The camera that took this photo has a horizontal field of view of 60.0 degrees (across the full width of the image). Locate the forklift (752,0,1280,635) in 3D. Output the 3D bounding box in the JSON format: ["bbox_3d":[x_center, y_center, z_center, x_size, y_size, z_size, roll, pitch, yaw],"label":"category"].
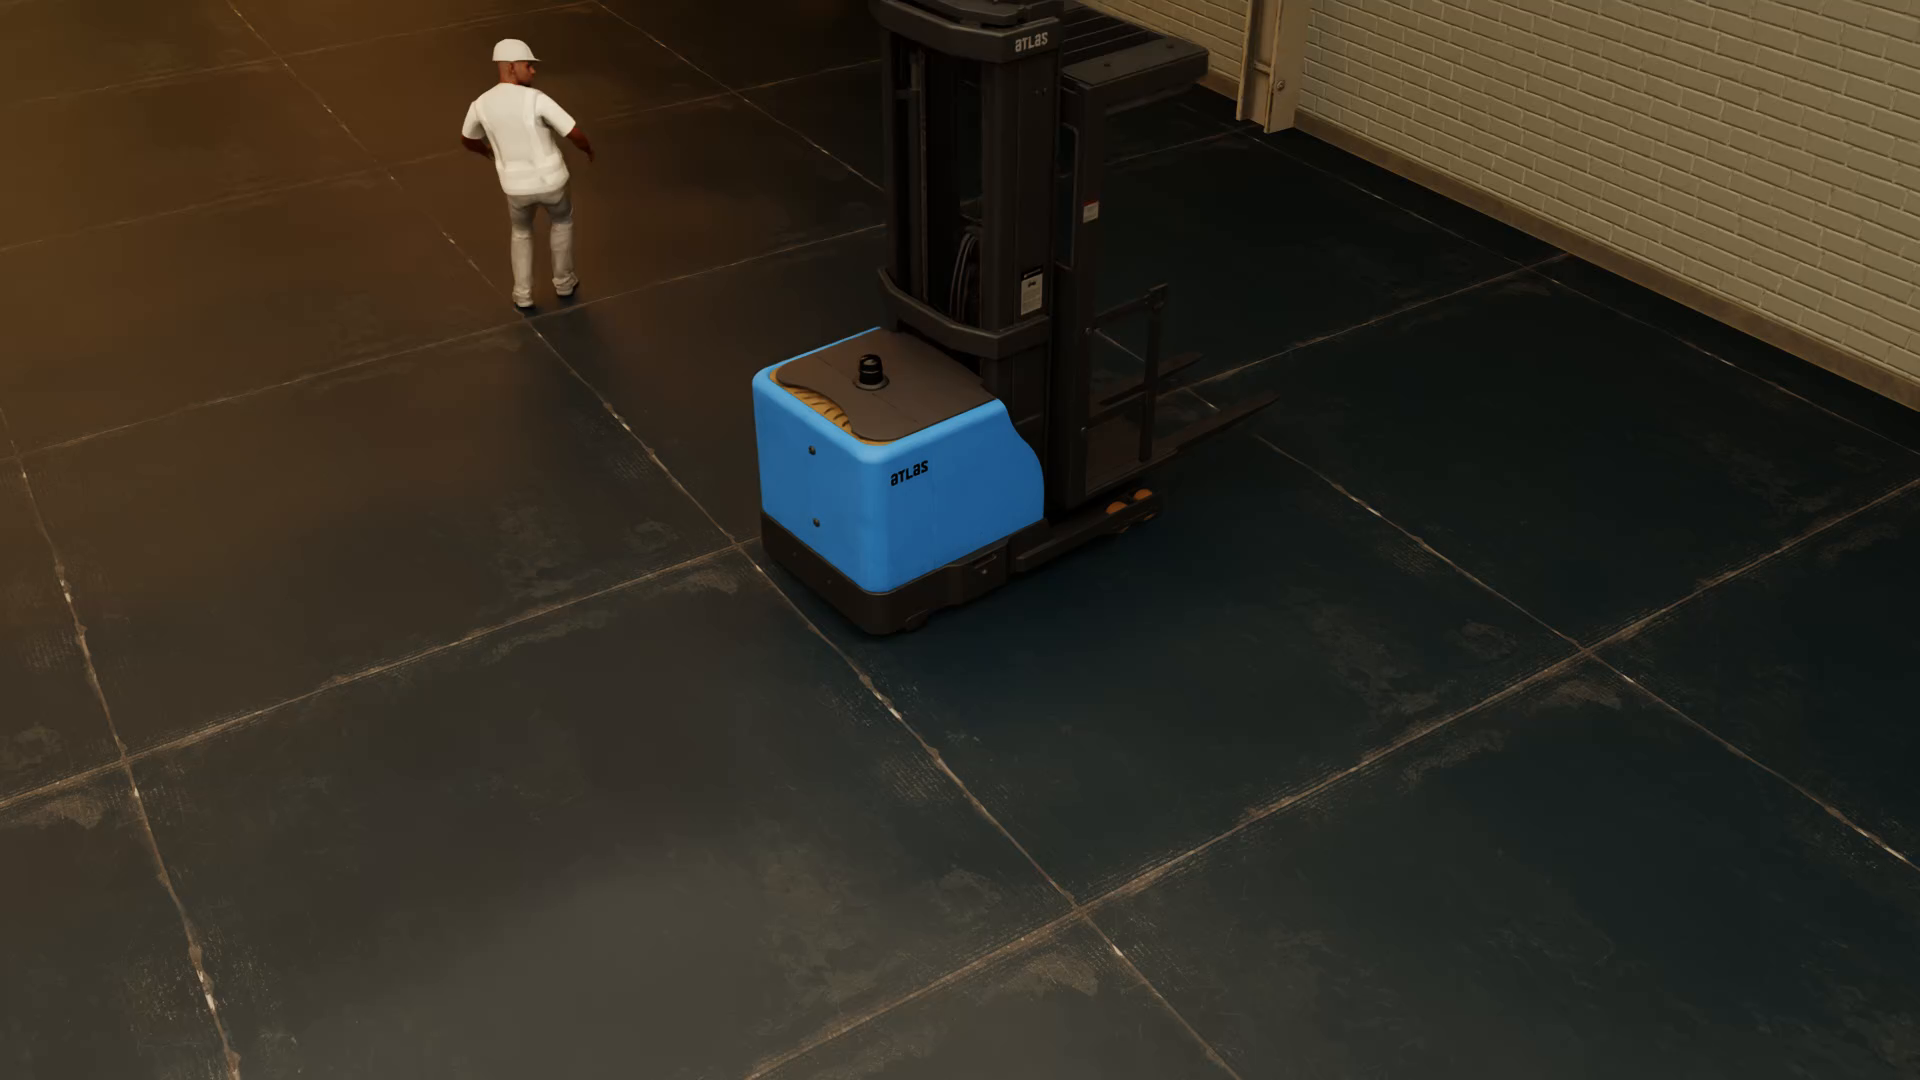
[{"bbox_3d":[0.446,-1.445,8.204,3.031,2.935,1.130,-25,42,-31],"label":"forklift"}]

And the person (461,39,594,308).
[{"bbox_3d":[-2.719,-2.331,10.575,0.821,1.716,0.645,1,35,1],"label":"person"}]
